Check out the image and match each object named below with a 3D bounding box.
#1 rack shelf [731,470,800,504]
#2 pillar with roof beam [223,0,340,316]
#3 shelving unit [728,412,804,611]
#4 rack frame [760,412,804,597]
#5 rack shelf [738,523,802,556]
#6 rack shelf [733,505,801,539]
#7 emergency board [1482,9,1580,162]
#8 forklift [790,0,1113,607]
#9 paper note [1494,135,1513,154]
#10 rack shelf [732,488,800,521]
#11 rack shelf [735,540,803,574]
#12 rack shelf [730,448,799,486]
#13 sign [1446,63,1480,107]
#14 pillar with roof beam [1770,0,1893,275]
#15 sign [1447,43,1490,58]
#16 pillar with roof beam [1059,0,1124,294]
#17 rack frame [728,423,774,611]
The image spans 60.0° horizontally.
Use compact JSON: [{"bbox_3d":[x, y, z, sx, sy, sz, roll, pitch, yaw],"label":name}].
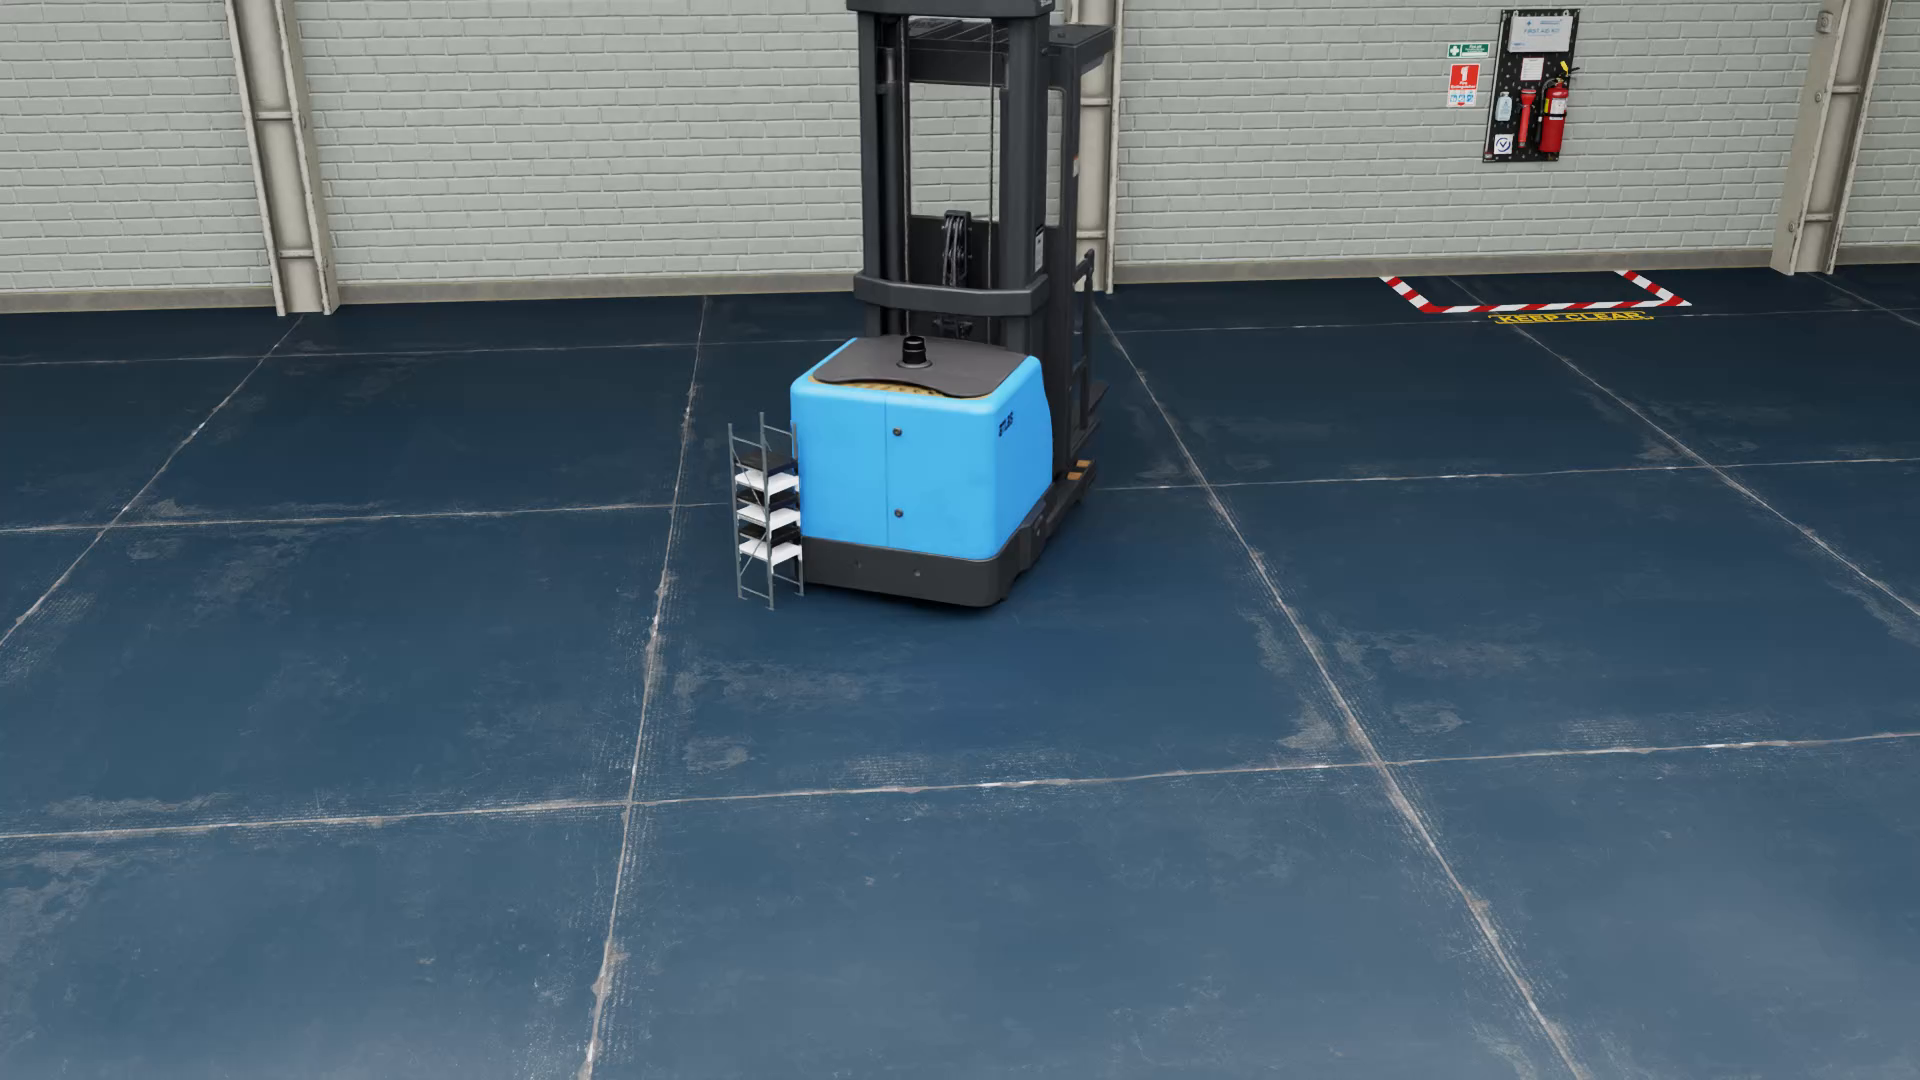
[{"bbox_3d":[-0.922,-0.267,7.881,0.258,0.077,0.200,19,30,36],"label":"rack shelf"},{"bbox_3d":[-4.551,-4.134,6.972,0.400,9.000,9.100,-2,24,-5],"label":"pillar with roof beam"},{"bbox_3d":[-0.922,-0.133,7.941,0.258,0.900,0.210,19,30,36],"label":"shelving unit"},{"bbox_3d":[-0.857,-0.165,8.012,0.240,0.900,0.006,19,30,36],"label":"rack frame"},{"bbox_3d":[-0.922,-0.020,7.991,0.258,0.077,0.200,19,30,36],"label":"rack shelf"},{"bbox_3d":[-0.922,-0.102,7.955,0.258,0.077,0.200,19,30,36],"label":"rack shelf"},{"bbox_3d":[4.505,-3.528,12.995,0.643,1.169,0.194,-2,24,-5],"label":"emergency board"},{"bbox_3d":[0.138,-1.596,8.733,1.130,2.935,3.031,8,25,17],"label":"forklift"},{"bbox_3d":[4.322,-3.147,13.221,0.142,0.148,0.016,-2,24,-5],"label":"paper note"},{"bbox_3d":[-0.922,-0.185,7.918,0.258,0.077,0.200,19,30,36],"label":"rack shelf"},{"bbox_3d":[-0.922,0.062,8.028,0.258,0.077,0.200,19,30,36],"label":"rack shelf"},{"bbox_3d":[-0.922,-0.349,7.845,0.258,0.077,0.200,19,30,36],"label":"rack shelf"},{"bbox_3d":[3.945,-3.564,13.032,0.234,0.329,0.001,-2,24,-5],"label":"sign"},{"bbox_3d":[7.391,-4.613,8.049,0.400,9.000,9.100,-2,24,-5],"label":"pillar with roof beam"},{"bbox_3d":[3.950,-3.803,12.917,0.331,0.109,0.001,-2,24,-5],"label":"sign"},{"bbox_3d":[1.420,-4.374,7.510,0.400,9.000,9.100,-2,24,-5],"label":"pillar with roof beam"},{"bbox_3d":[-0.987,-0.101,7.870,0.240,0.900,0.006,19,30,36],"label":"rack frame"}]
